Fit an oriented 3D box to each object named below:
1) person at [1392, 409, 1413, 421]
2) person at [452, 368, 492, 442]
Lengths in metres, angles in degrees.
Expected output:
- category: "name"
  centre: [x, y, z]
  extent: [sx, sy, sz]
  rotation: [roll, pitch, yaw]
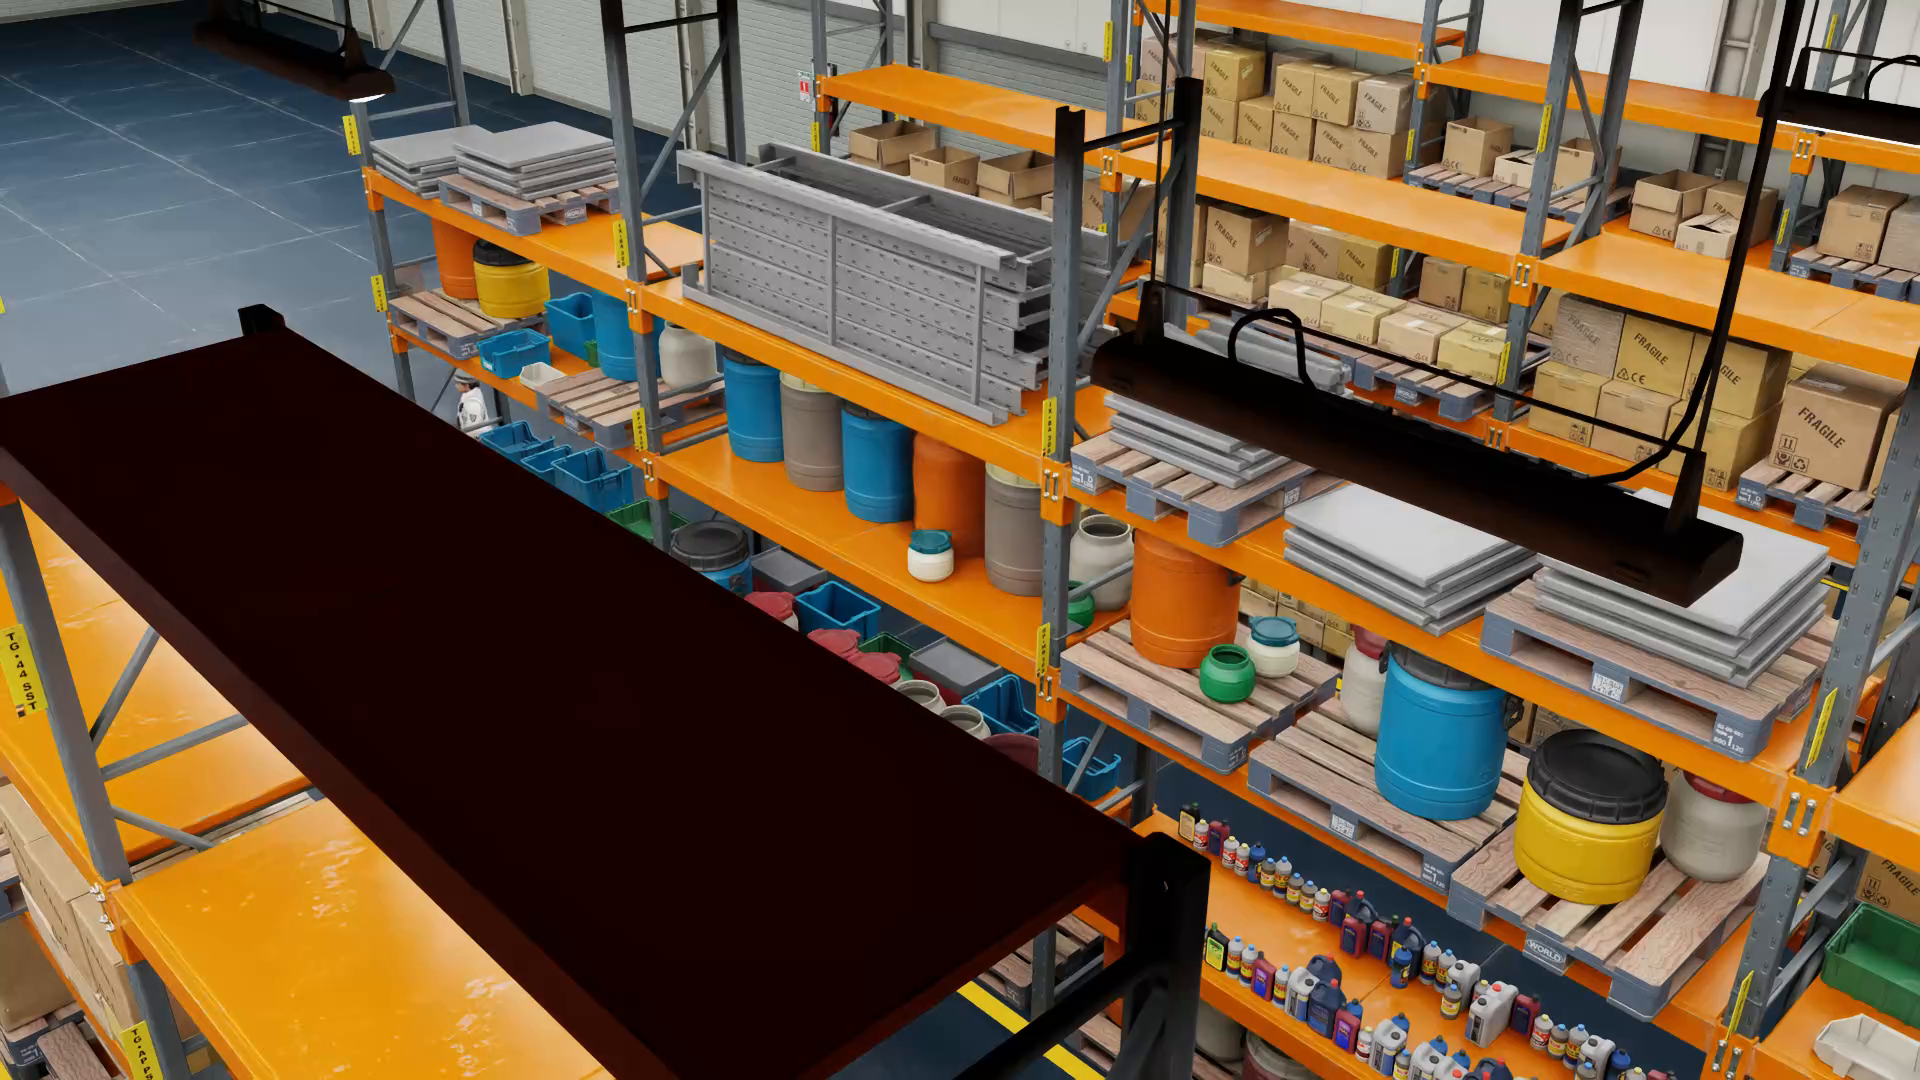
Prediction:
- category: "person"
  centre: [4.147, -0.519, 16.028]
  extent: [0.969, 1.673, 0.528]
  rotation: [20, 34, 32]
- category: "person"
  centre: [-4.979, -1.001, 16.962]
  extent: [1.040, 1.620, 0.498]
  rotation: [-11, 30, -20]
